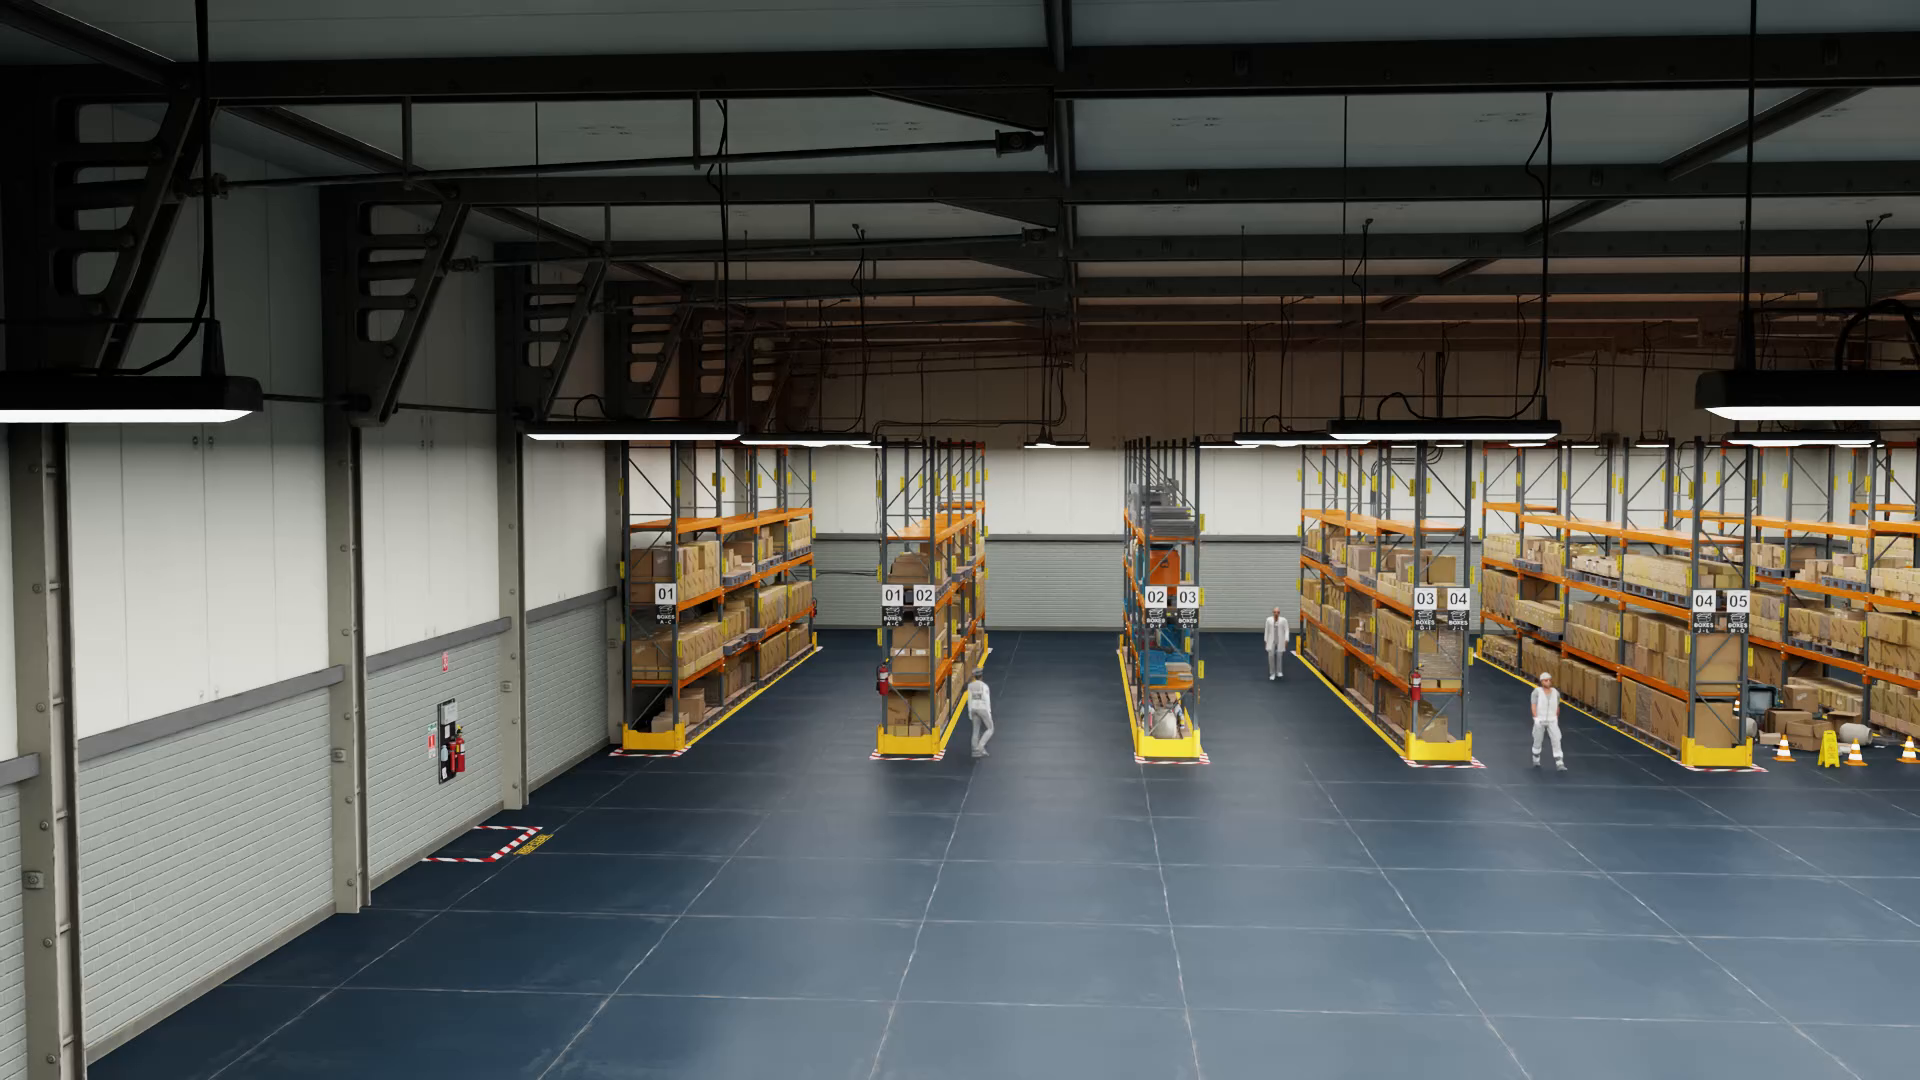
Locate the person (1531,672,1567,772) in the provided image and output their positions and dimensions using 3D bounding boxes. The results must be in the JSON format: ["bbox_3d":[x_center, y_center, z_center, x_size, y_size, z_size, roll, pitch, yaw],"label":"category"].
[{"bbox_3d":[10.470,3.238,29.648,0.539,1.732,1.044,0,3,9],"label":"person"}]

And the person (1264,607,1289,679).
[{"bbox_3d":[7.994,2.616,41.961,0.631,1.846,0.594,1,3,15],"label":"person"}]

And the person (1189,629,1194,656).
[{"bbox_3d":[6.364,2.365,46.339,0.498,1.758,0.668,-3,4,-42],"label":"person"}]

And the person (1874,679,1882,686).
[{"bbox_3d":[22.606,2.674,40.431,0.540,1.790,0.530,-1,3,-16],"label":"person"}]

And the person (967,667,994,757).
[{"bbox_3d":[0.353,3.222,31.101,0.601,1.656,0.428,3,4,41],"label":"person"}]
